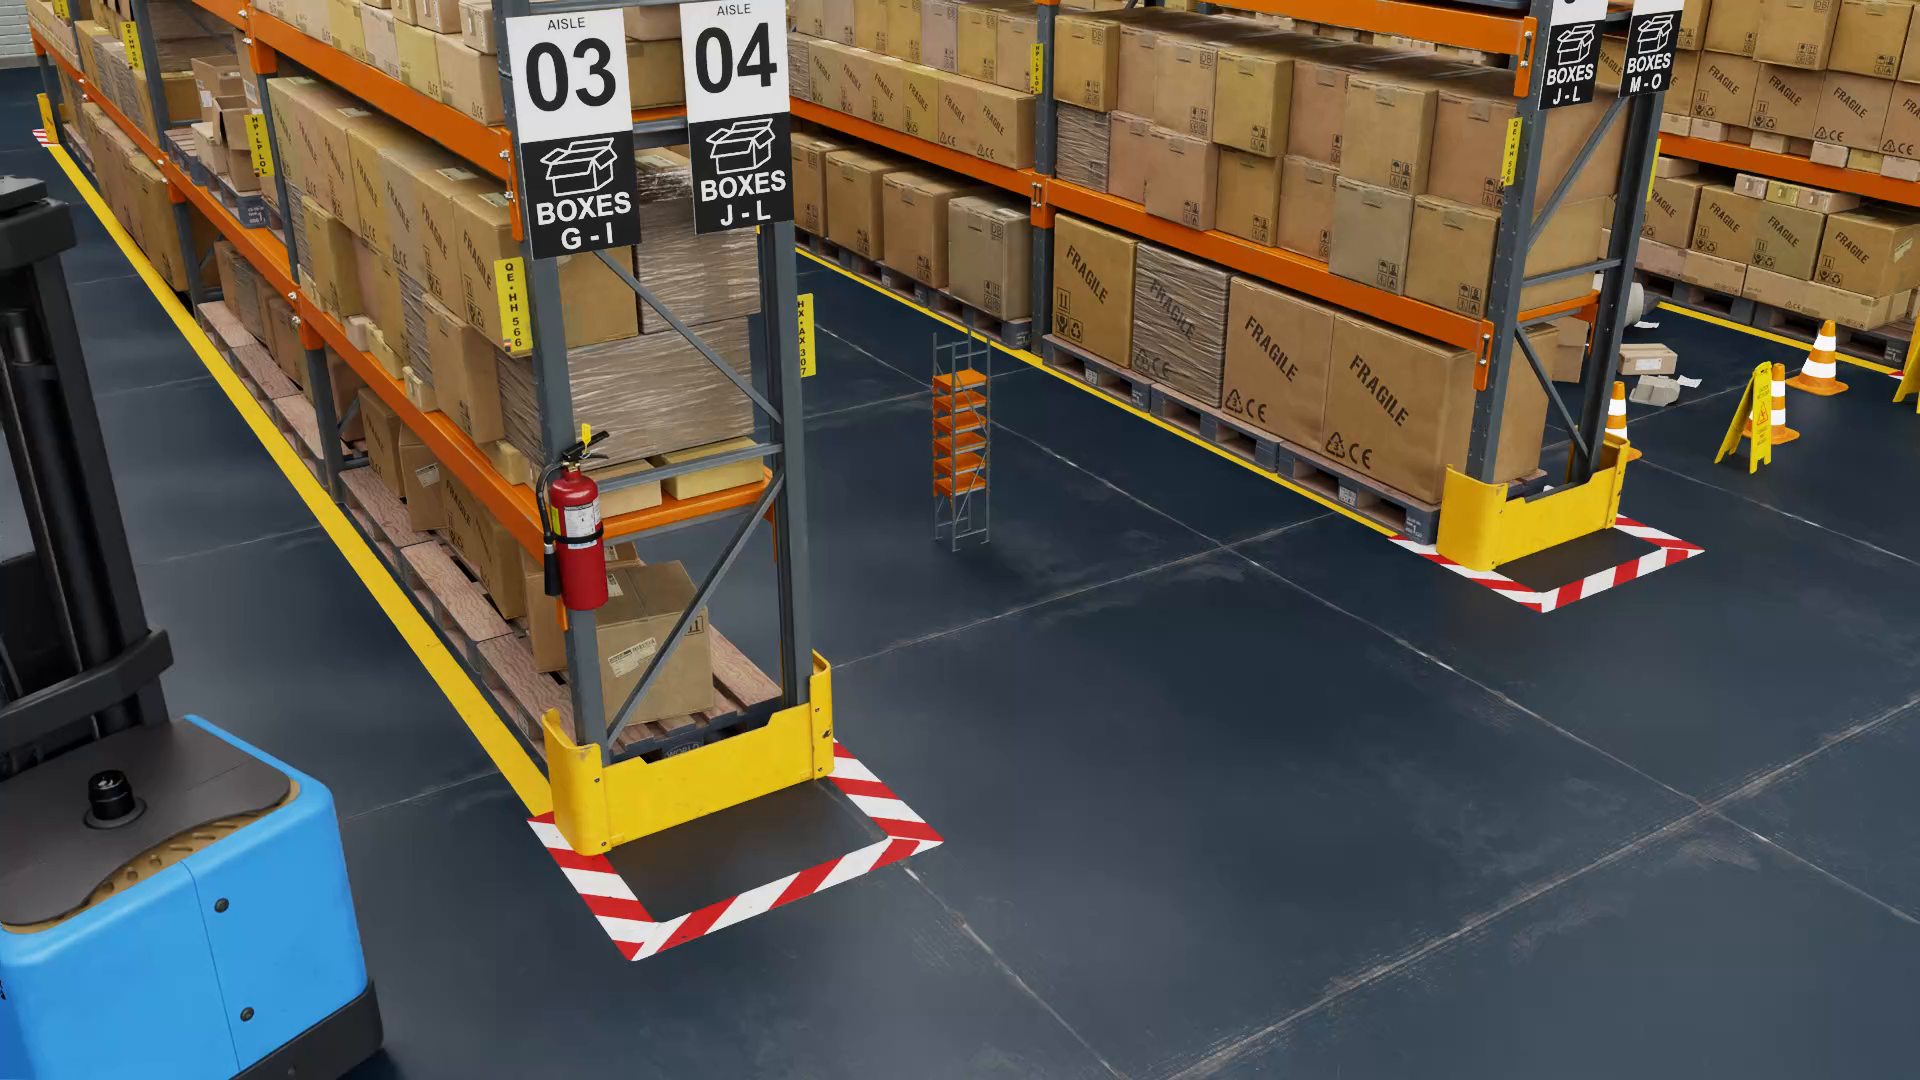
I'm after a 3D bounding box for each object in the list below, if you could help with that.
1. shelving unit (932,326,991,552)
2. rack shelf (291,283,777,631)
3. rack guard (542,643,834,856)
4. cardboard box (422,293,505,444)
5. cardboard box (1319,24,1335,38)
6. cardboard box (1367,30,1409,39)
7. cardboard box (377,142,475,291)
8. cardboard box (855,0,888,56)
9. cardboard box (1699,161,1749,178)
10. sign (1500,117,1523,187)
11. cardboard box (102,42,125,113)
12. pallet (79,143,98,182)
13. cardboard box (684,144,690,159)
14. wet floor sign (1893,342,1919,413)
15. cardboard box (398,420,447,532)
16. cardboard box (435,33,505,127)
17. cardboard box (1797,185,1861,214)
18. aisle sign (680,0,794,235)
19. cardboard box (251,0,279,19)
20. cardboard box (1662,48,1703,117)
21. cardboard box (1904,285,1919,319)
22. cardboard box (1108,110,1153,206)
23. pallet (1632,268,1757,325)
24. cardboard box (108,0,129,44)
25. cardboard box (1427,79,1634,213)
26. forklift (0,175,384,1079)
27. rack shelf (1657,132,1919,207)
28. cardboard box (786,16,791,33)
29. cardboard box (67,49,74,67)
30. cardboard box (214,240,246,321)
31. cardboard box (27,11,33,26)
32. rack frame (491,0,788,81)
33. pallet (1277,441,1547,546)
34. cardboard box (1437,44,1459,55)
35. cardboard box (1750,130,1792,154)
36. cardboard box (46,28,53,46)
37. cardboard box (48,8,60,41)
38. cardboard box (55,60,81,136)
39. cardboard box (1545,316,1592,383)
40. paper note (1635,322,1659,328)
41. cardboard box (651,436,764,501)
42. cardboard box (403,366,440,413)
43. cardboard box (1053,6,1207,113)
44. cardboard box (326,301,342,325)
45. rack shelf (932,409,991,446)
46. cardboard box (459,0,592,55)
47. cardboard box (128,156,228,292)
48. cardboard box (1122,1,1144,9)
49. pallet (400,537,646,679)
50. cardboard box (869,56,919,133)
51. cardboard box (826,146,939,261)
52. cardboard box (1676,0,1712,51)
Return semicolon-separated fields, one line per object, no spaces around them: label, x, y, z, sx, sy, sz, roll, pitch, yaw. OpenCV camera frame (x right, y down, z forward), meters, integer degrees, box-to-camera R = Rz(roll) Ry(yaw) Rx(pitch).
shelving unit;0.008;-0.537;8.983;0.258;1.200;0.189;-16;29;-30
rack shelf;-2.151;-0.653;7.962;1.077;0.370;4.000;-16;29;-30
rack guard;-1.100;0.841;6.884;1.175;0.500;0.348;-16;29;-30
cardboard box;-1.710;-0.796;6.958;0.875;0.500;0.500;-16;29;-30
cardboard box;3.652;-4.870;15.854;0.380;0.149;0.250;-14;29;-28
cardboard box;4.068;-4.847;15.047;0.500;0.500;0.500;-14;29;-28
cardboard box;-2.115;-1.391;7.045;0.500;0.500;0.500;-16;29;-30
cardboard box;-0.419;-4.215;13.376;0.700;0.500;0.500;-16;30;-30
cardboard box;6.167;-2.776;13.466;0.500;0.500;0.500;-14;29;-27
sign;2.690;-1.892;8.109;0.100;0.325;0.005;-16;29;-30
cardboard box;-6.734;-3.835;13.743;0.500;0.500;0.500;-15;29;-29
pallet;-8.629;-4.021;17.520;1.003;0.211;1.213;-16;29;-30
cardboard box;-2.376;-3.850;16.327;0.500;0.500;0.500;-17;30;-32
wet floor sign;6.451;-1.190;11.015;0.267;0.644;0.232;-6;26;-12
cardboard box;-2.739;-0.397;9.014;0.500;0.500;0.500;-6;26;-13
cardboard box;-1.535;-1.665;5.924;0.500;0.250;0.500;-15;29;-28
cardboard box;6.332;-2.492;12.107;0.380;0.149;0.250;-15;29;-28
aisle sign;-0.774;-1.486;5.839;0.394;0.787;0.004;-16;29;-30
cardboard box;-3.211;-2.761;8.248;0.500;0.250;0.500;-17;30;-32
cardboard box;5.624;-3.603;12.904;0.500;0.500;0.500;-16;30;-30
cardboard box;7.036;-1.872;12.430;0.500;0.250;0.500;-16;30;-30
cardboard box;1.499;-2.560;10.984;0.875;0.550;0.550;-16;29;-30
pallet;6.127;-2.073;13.394;1.003;0.211;1.213;-16;29;-30
cardboard box;-6.537;-4.360;13.680;0.797;0.503;0.637;-14;29;-28
cardboard box;2.982;-2.080;8.702;0.875;0.550;0.550;-16;29;-30
forklift;-3.416;0.207;5.378;3.031;2.935;1.130;17;30;32
rack shelf;6.152;-2.962;12.854;1.077;0.370;4.000;-16;29;-30
cardboard box;-1.461;-4.771;15.296;0.380;0.149;0.250;-14;29;-27
cardboard box;-8.192;-4.566;15.703;0.380;0.149;0.250;-15;29;-29
cardboard box;-5.044;-1.958;12.296;0.700;0.500;0.500;-17;30;-32
cardboard box;-9.876;-5.668;18.037;0.380;0.149;0.250;-15;29;-29
rack frame;-1.059;-2.976;5.012;1.000;3.000;0.127;-16;29;-30
pallet;2.650;-0.389;9.827;1.003;0.211;1.213;-16;29;-30
cardboard box;4.419;-4.297;14.642;0.380;0.149;0.250;-17;30;-31
cardboard box;6.104;-2.984;12.351;0.380;0.149;0.250;-16;30;-30
cardboard box;-9.035;-5.118;16.872;0.380;0.149;0.250;-16;30;-31
cardboard box;-8.634;-5.085;16.336;0.500;0.250;0.500;-15;29;-29
cardboard box;-9.377;-5.004;18.334;0.875;0.875;0.875;-16;29;-30
cardboard box;4.164;-1.481;11.799;0.637;0.503;0.797;7;26;15
paper note;5.250;-1.648;12.706;0.148;0.019;0.142;18;31;33
cardboard box;-1.015;-0.307;6.680;0.380;0.149;0.250;-16;29;-30
cardboard box;-2.294;-0.715;7.545;0.380;0.149;0.250;-16;29;-30
cardboard box;1.141;-3.229;11.136;0.875;0.550;0.550;-16;29;-30
cardboard box;-3.092;-1.257;8.694;0.380;0.149;0.250;-16;29;-30
rack shelf;0.008;-0.606;8.951;0.258;0.103;0.180;-16;29;-30
cardboard box;-1.472;-1.758;5.655;0.380;0.149;0.250;-16;29;-30
cardboard box;-5.785;-2.605;13.251;1.225;0.875;0.875;-17;30;-32
cardboard box;2.091;-5.665;17.912;0.500;0.250;0.500;-15;29;-29
pallet;-2.176;0.236;8.502;1.003;0.211;1.213;-16;29;-30
cardboard box;-0.371;-3.525;13.086;0.500;0.500;0.500;-16;30;-30
cardboard box;-0.478;-2.866;13.950;1.050;0.750;0.750;-15;29;-29
cardboard box;5.631;-4.053;12.685;0.700;0.500;0.500;-16;30;-31
